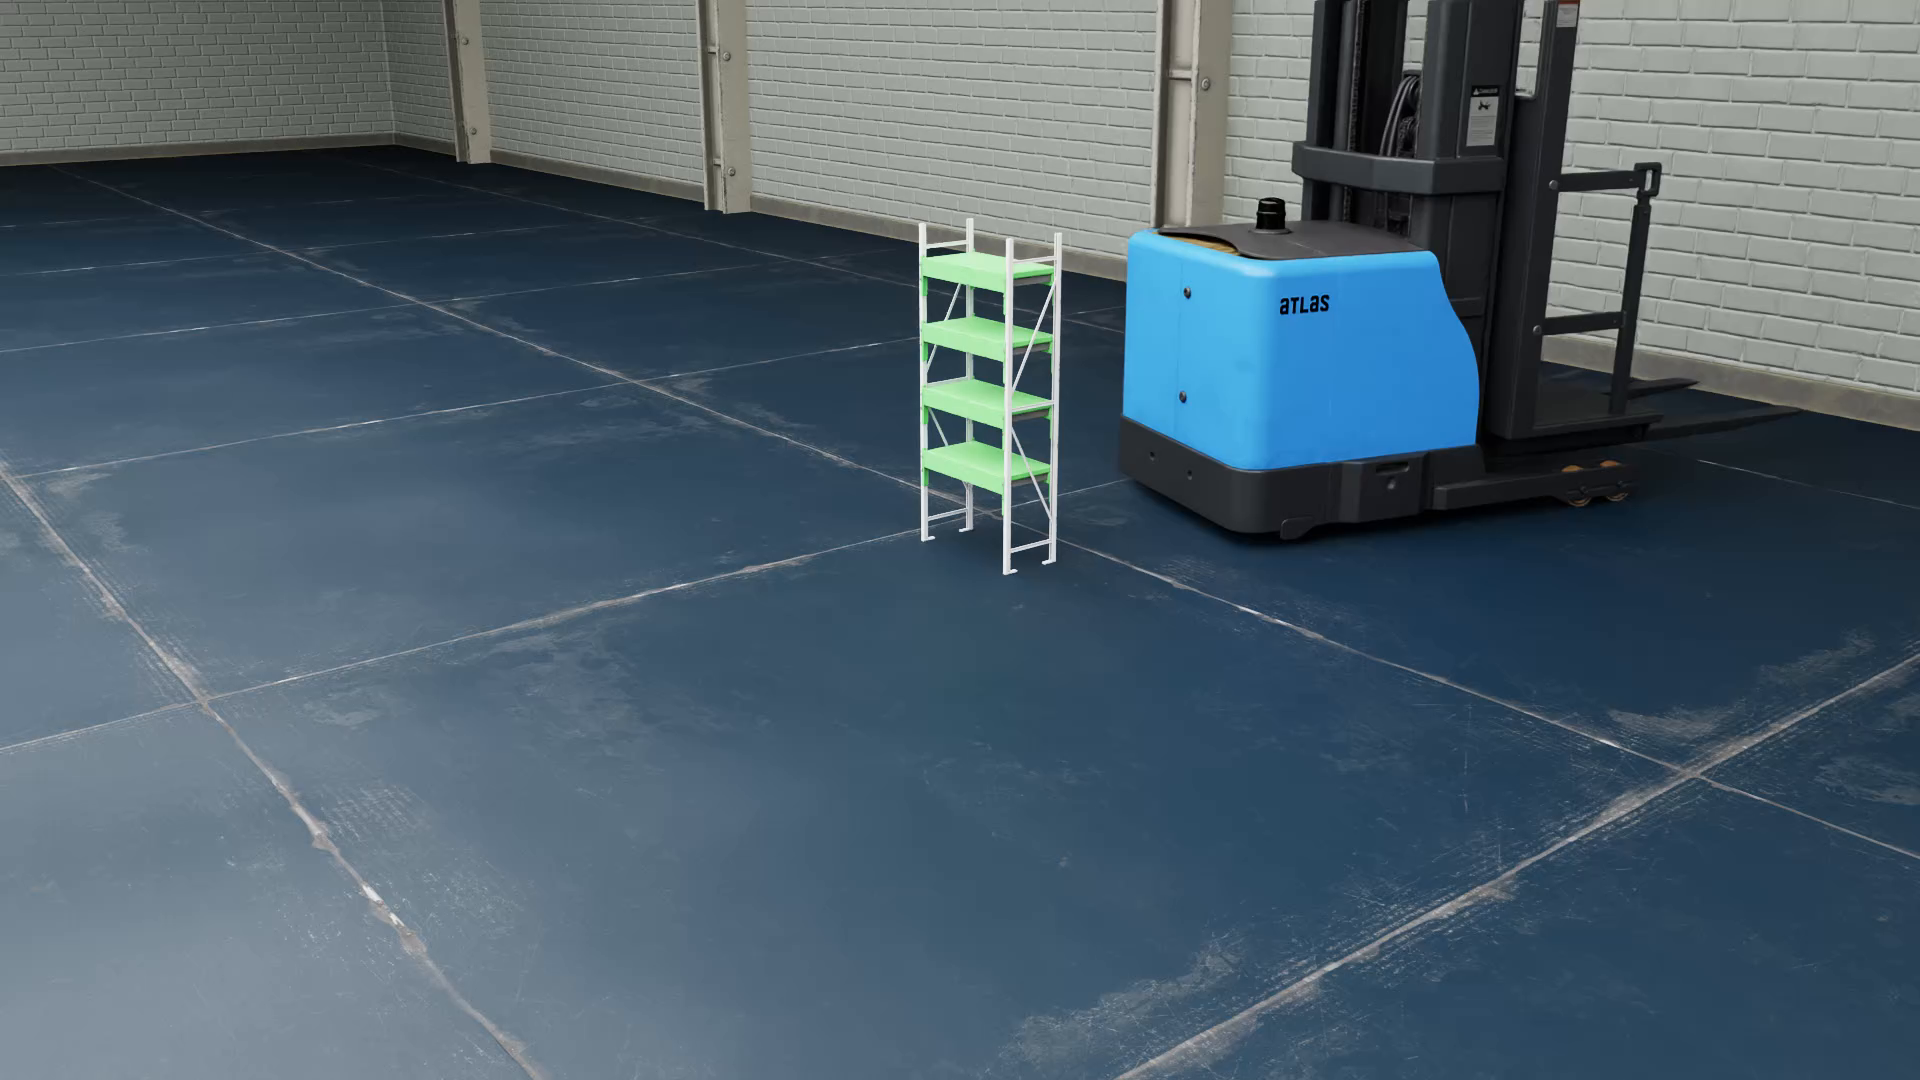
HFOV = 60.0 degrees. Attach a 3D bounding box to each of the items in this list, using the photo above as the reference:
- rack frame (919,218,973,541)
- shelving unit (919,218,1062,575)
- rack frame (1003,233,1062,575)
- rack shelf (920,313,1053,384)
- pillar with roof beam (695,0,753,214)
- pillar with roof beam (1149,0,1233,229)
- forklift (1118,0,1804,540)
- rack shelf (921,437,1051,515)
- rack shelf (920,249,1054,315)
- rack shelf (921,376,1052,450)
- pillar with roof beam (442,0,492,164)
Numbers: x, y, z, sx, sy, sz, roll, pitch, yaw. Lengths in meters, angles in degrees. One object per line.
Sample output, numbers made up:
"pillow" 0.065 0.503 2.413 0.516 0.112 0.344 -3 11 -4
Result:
"rack frame" -0.049 -0.589 6.232 0.240 1.200 0.015 -14 23 -36
"shelving unit" 0.103 -0.529 6.051 0.258 1.200 0.503 -14 23 -36
"rack frame" 0.254 -0.469 5.869 0.240 1.200 0.015 -14 23 -36
"rack shelf" 0.103 -0.696 5.995 0.258 0.148 0.480 -14 23 -36
"pillar with roof beam" -5.577 -6.576 11.906 9.100 9.000 0.400 -14 23 -36
"pillar with roof beam" -1.851 -5.097 7.441 9.100 9.000 0.400 -14 23 -36
"forklift" 2.235 -1.671 6.747 3.031 2.935 1.130 -7 20 -21
"rack shelf" 0.103 -0.240 6.146 0.258 0.148 0.480 -14 23 -36
"rack shelf" 0.103 -0.924 5.920 0.258 0.148 0.480 -14 23 -36
"rack shelf" 0.103 -0.468 6.071 0.258 0.148 0.480 -14 23 -36
"pillar with roof beam" -9.302 -8.054 16.371 9.100 9.000 0.400 -14 23 -36
